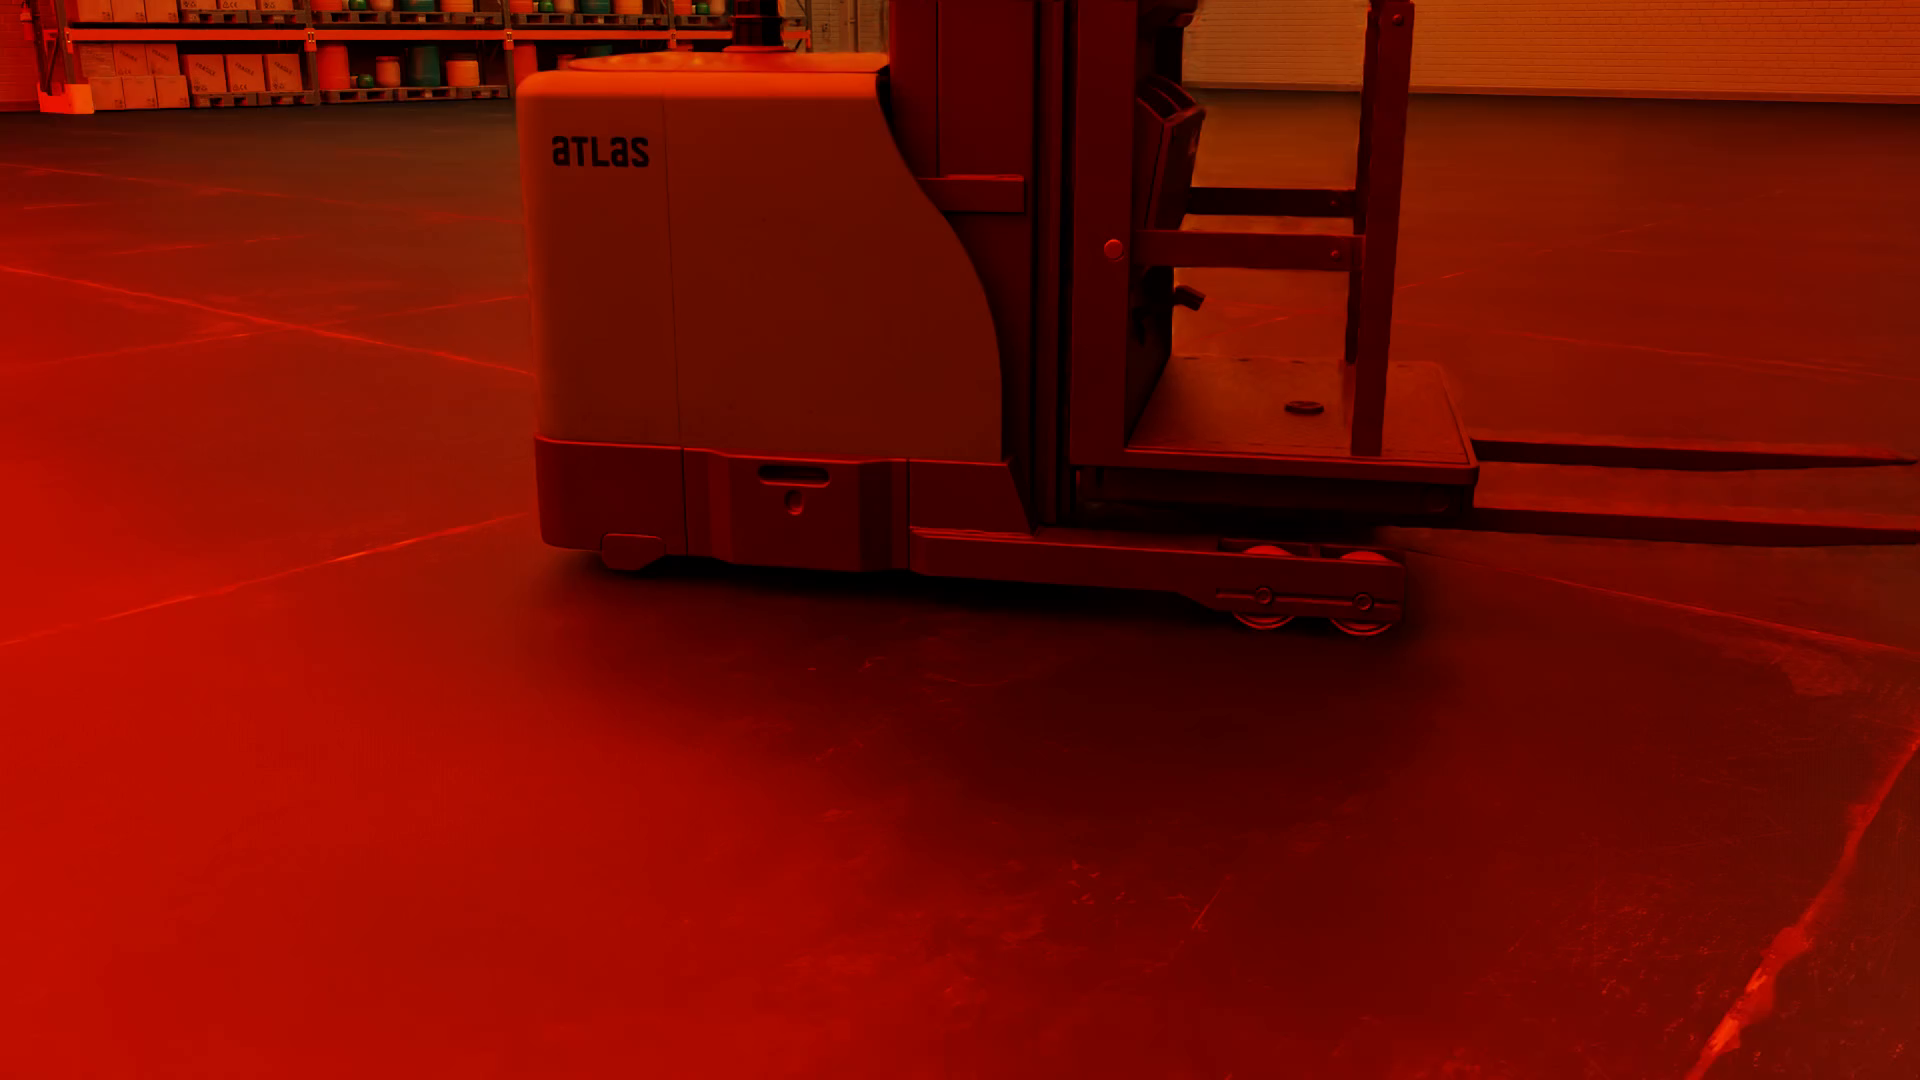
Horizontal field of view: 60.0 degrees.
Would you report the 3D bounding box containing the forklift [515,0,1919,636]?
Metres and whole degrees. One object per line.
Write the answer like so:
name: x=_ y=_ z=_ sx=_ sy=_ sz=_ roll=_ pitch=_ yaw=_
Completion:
forklift: x=0.633 y=-1.380 z=3.441 sx=3.031 sy=2.935 sz=1.130 roll=3 pitch=17 yaw=11
